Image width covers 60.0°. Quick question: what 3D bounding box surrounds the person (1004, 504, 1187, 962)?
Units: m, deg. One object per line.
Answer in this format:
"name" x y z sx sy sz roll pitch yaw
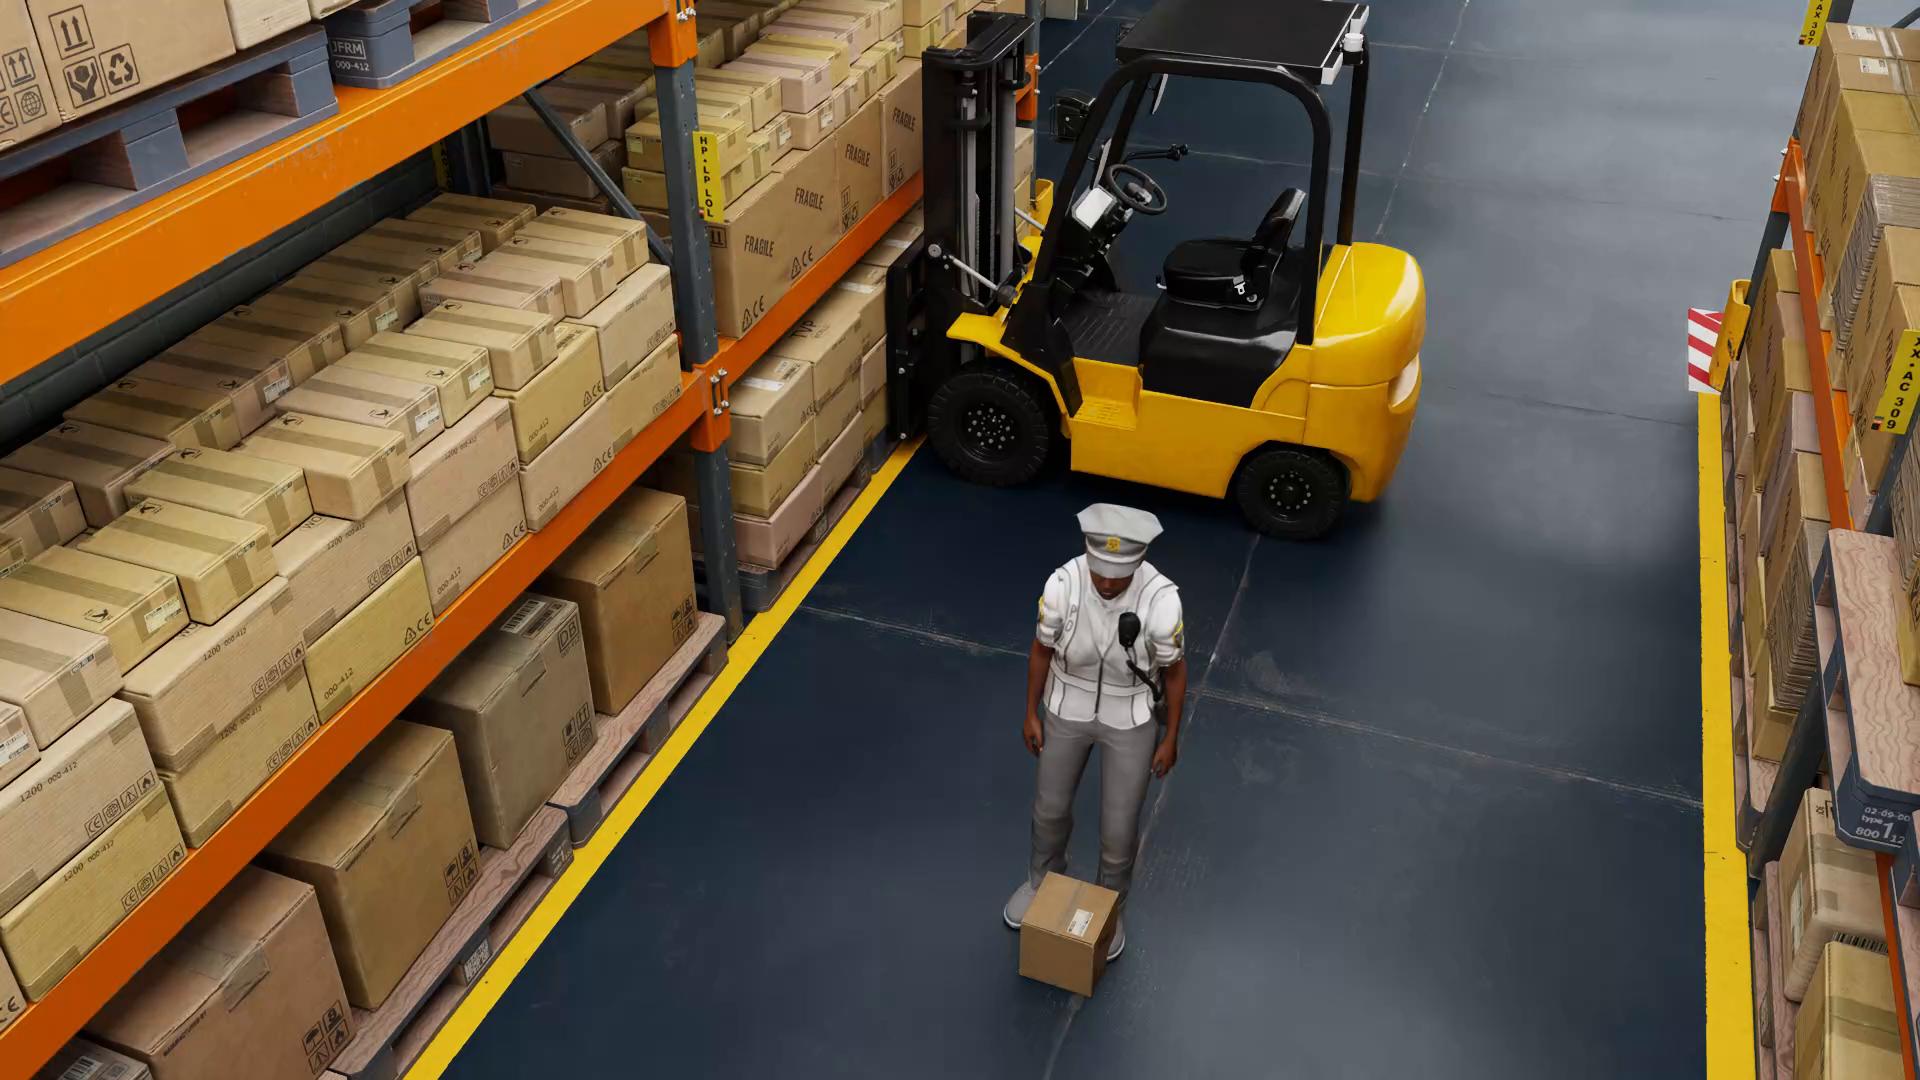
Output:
"person" 0.430 0.588 5.249 0.532 1.662 0.424 9 35 14
